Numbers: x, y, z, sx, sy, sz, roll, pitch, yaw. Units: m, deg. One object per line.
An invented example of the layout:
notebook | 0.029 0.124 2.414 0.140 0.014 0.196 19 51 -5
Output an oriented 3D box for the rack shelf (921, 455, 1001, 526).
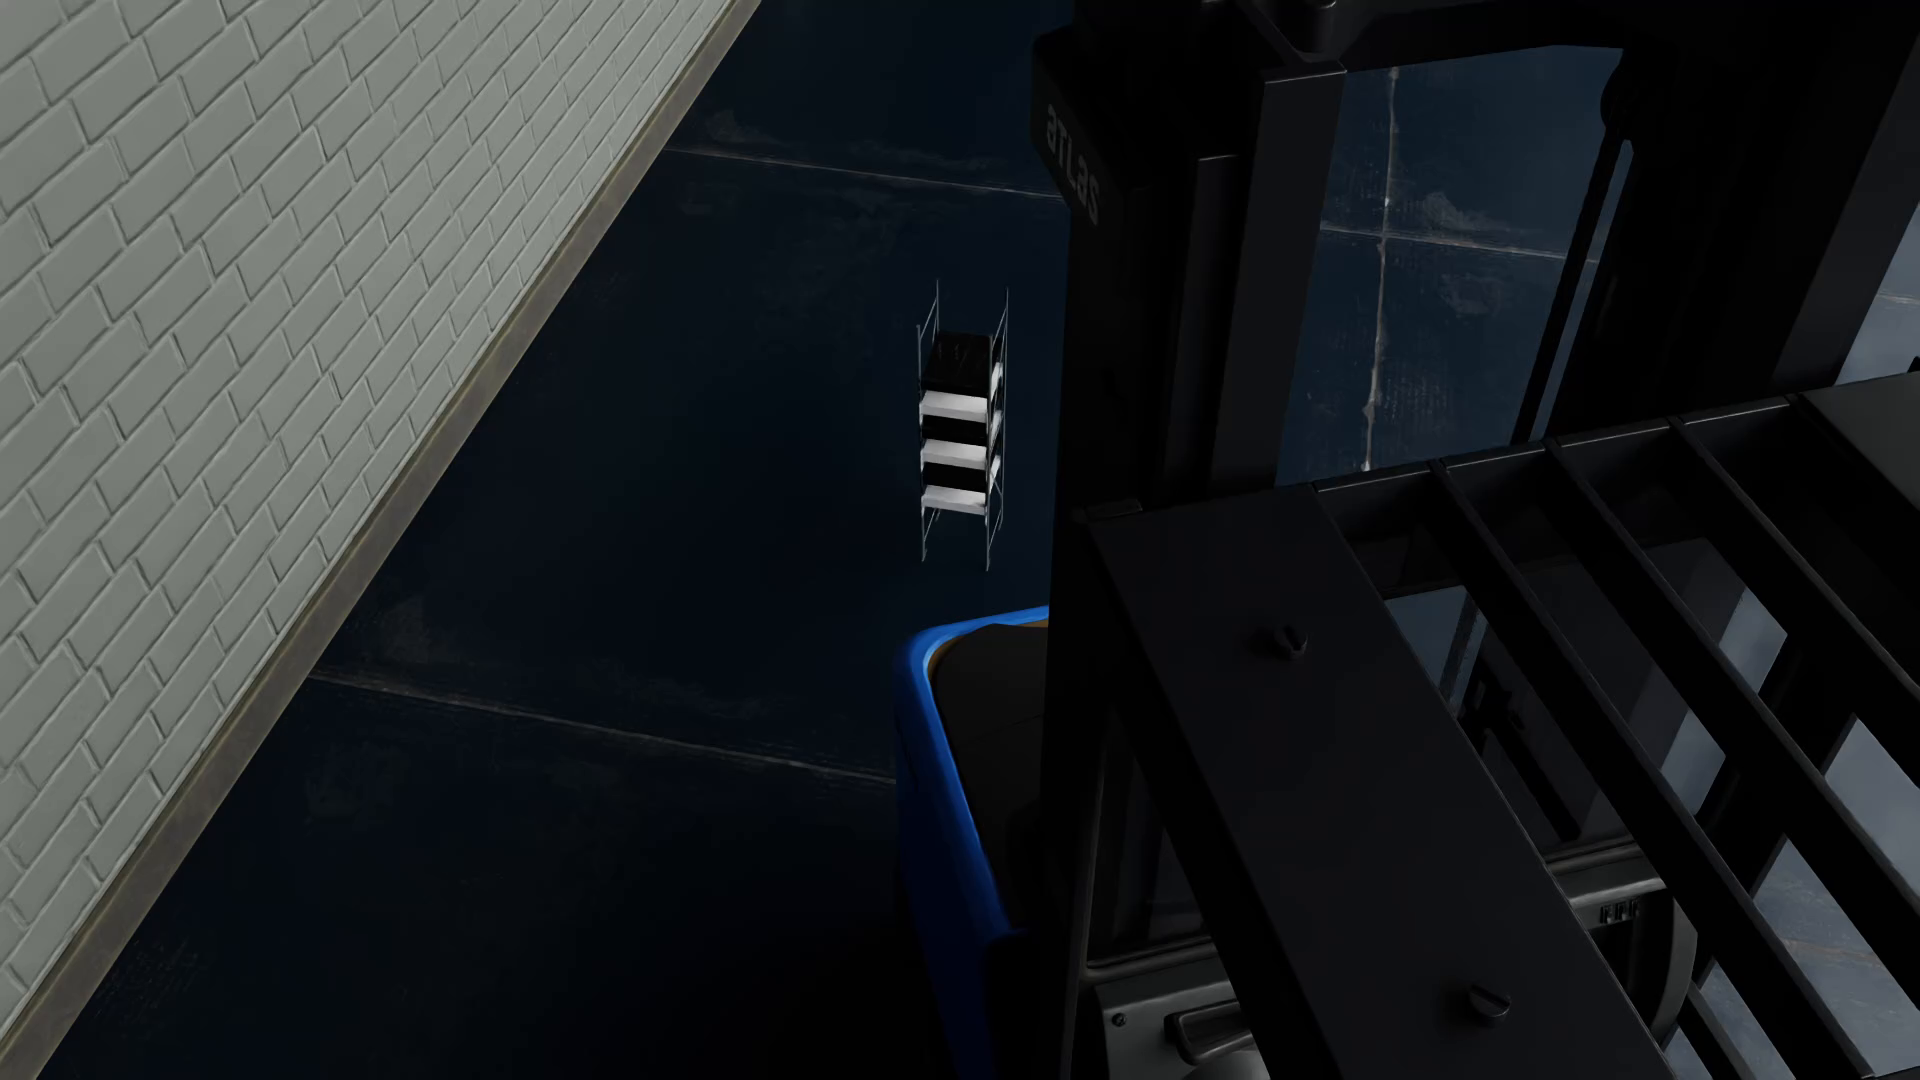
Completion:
rack shelf | 0.008 -0.169 5.085 0.200 0.077 0.258 9 45 9

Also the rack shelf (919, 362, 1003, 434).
rack shelf | 0.008 -0.429 4.835 0.200 0.077 0.258 9 45 9

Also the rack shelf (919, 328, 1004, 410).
rack shelf | 0.008 -0.493 4.773 0.200 0.077 0.258 9 45 9

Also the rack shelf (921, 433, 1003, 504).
rack shelf | 0.008 -0.234 5.022 0.200 0.077 0.258 9 45 9

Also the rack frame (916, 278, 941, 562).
rack frame | -0.091 -0.338 4.953 0.006 0.900 0.240 9 45 9

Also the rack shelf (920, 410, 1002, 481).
rack shelf | 0.008 -0.299 4.960 0.200 0.077 0.258 9 45 9

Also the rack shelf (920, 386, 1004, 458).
rack shelf | 0.008 -0.364 4.897 0.200 0.077 0.258 9 45 9

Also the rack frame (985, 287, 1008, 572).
rack frame | 0.107 -0.308 4.921 0.006 0.900 0.240 9 45 9

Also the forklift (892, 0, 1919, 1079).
forklift | 0.708 0.819 2.286 1.130 2.935 3.031 -10 45 -11

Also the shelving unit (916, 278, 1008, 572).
shelving unit | 0.008 -0.323 4.937 0.210 0.900 0.258 9 45 9
